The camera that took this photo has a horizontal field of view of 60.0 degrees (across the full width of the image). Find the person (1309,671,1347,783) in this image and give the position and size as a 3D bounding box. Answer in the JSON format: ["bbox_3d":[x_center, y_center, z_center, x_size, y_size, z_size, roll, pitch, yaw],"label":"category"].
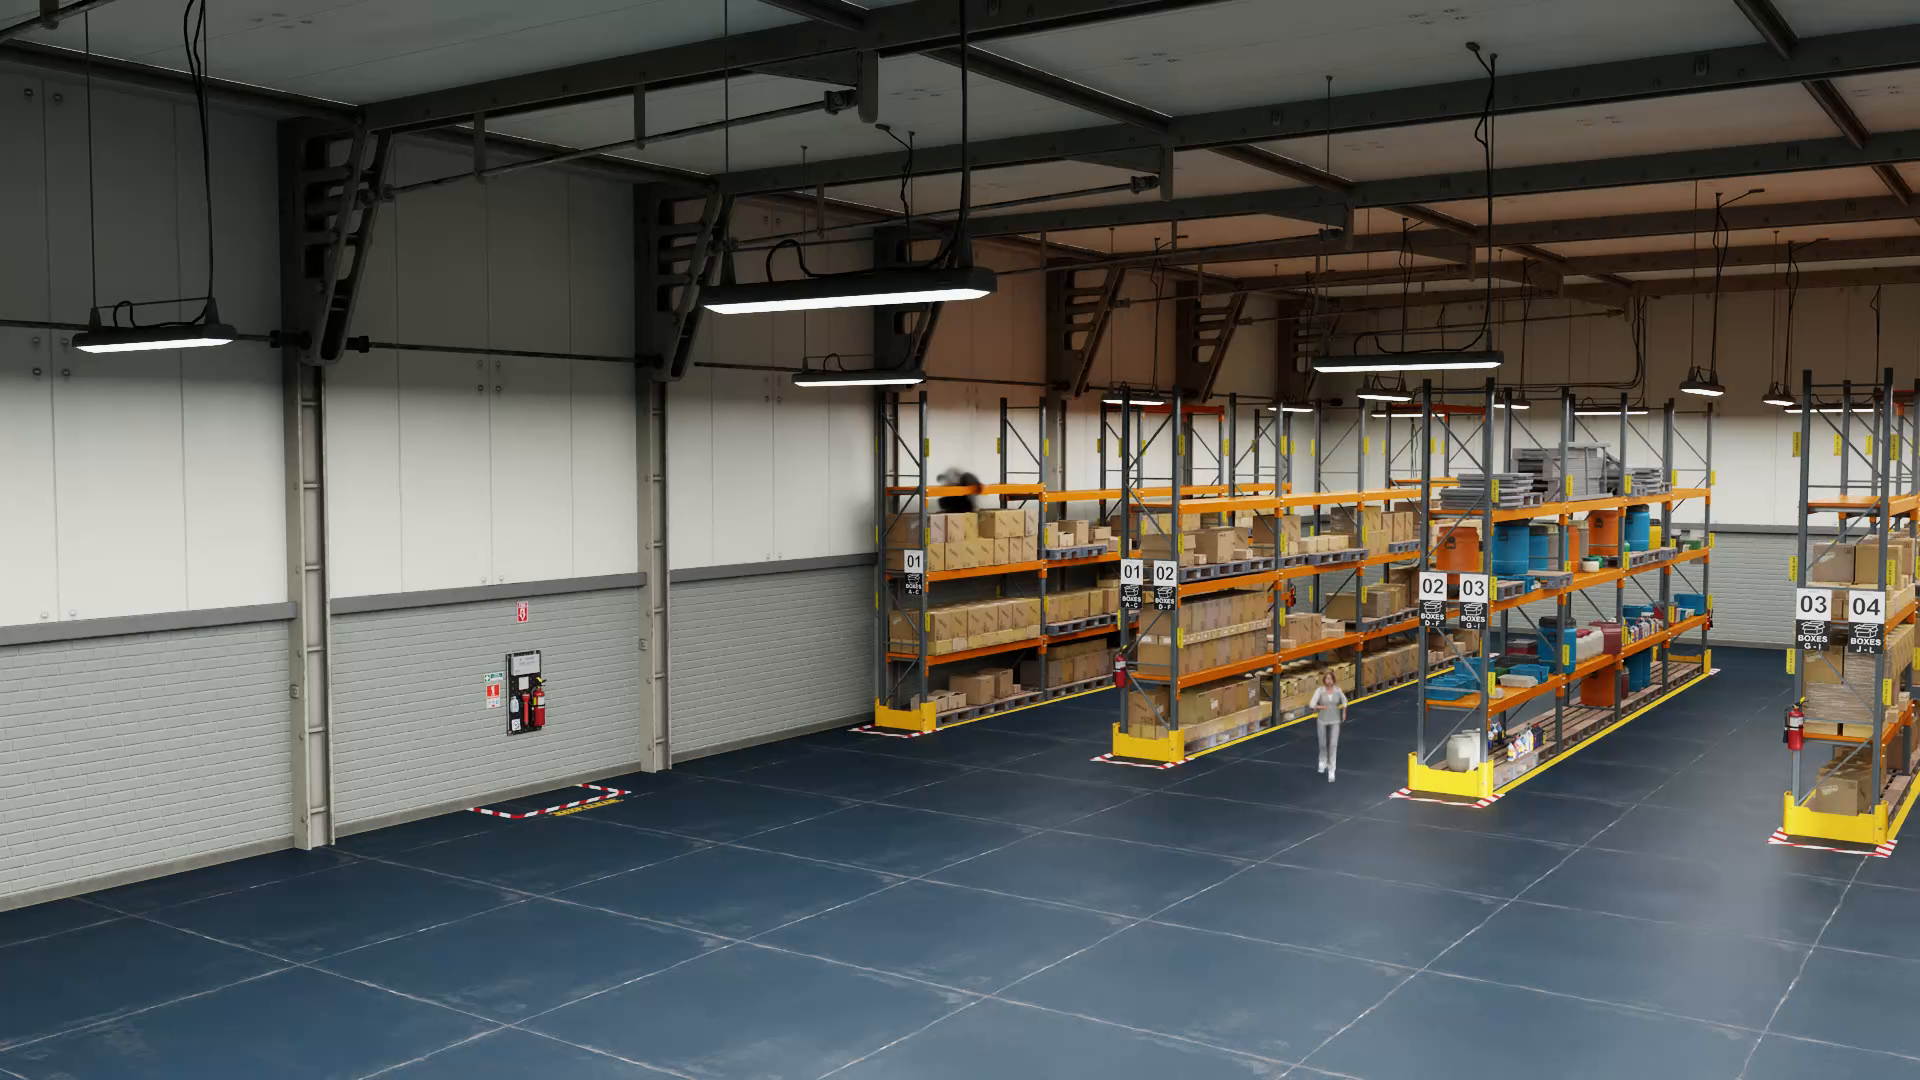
[{"bbox_3d":[5.570,2.794,25.174,0.573,1.631,0.764,0,3,7],"label":"person"}]
